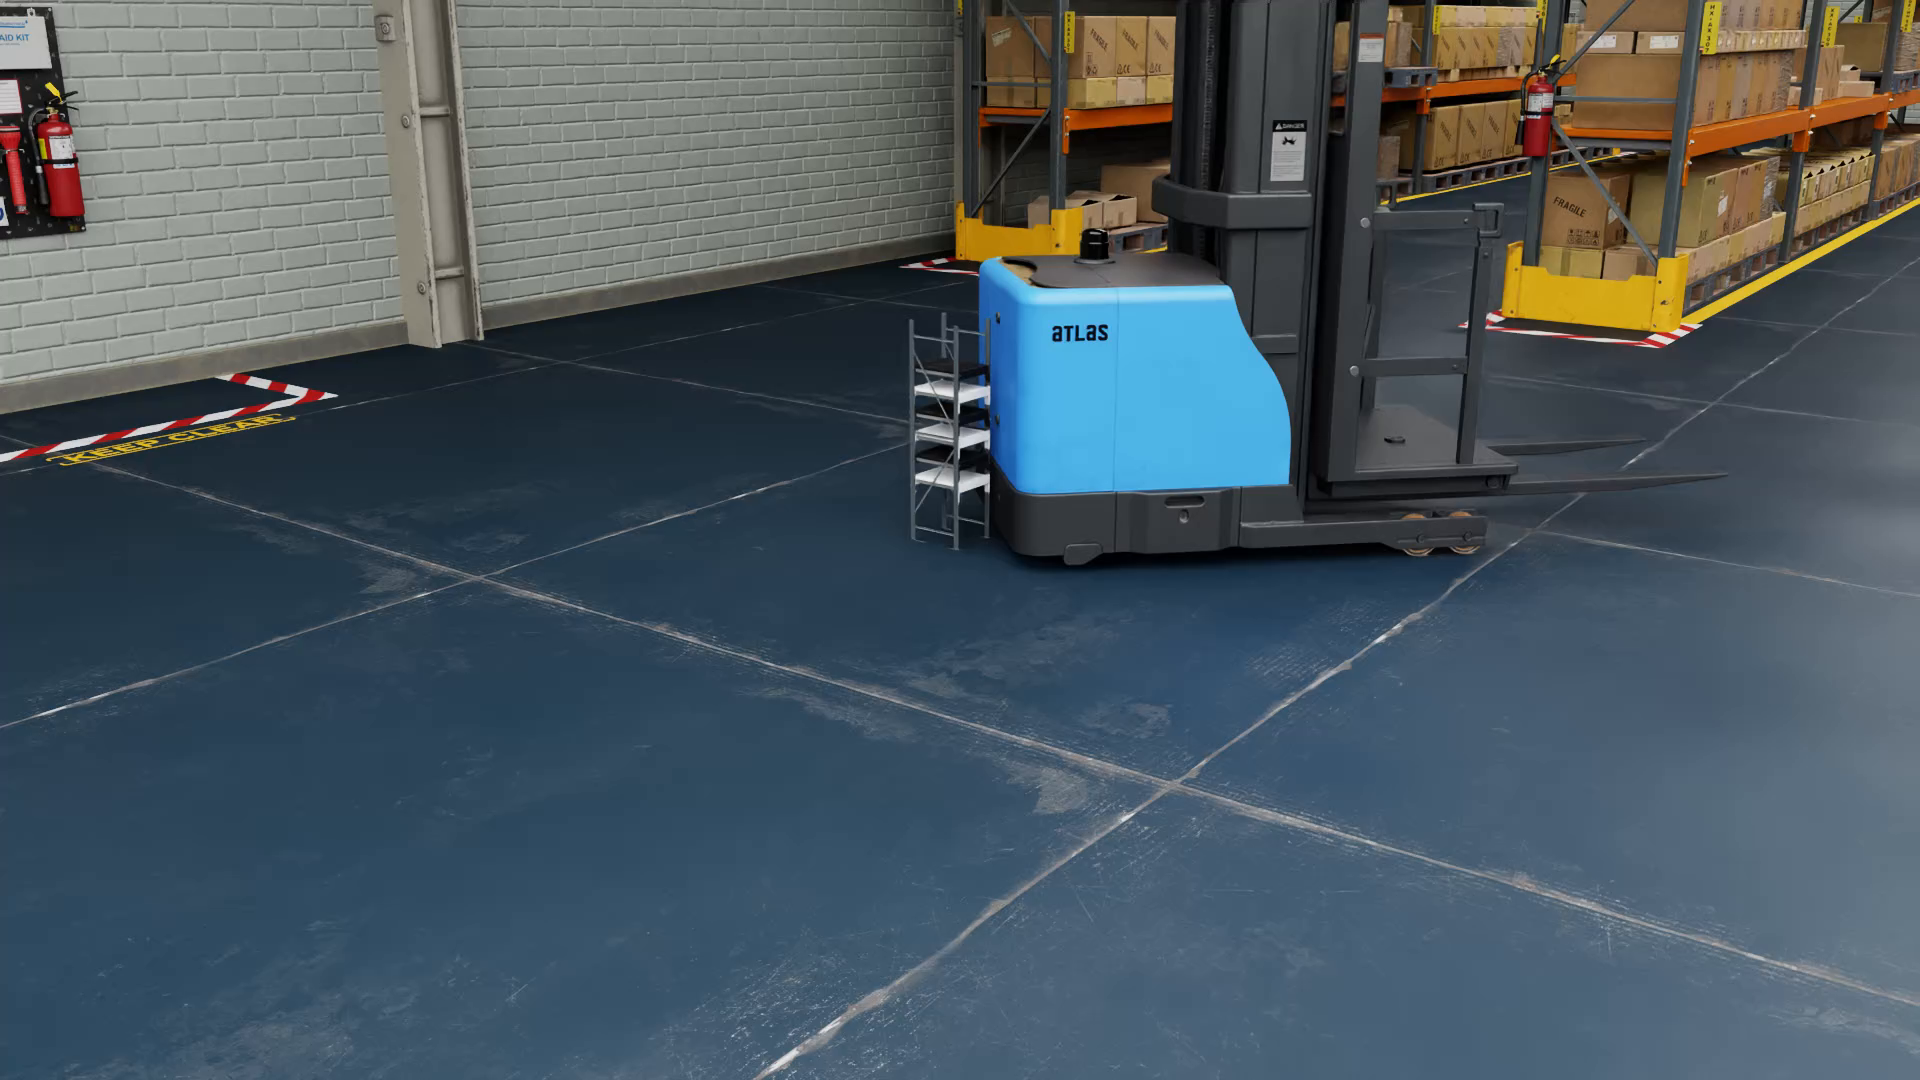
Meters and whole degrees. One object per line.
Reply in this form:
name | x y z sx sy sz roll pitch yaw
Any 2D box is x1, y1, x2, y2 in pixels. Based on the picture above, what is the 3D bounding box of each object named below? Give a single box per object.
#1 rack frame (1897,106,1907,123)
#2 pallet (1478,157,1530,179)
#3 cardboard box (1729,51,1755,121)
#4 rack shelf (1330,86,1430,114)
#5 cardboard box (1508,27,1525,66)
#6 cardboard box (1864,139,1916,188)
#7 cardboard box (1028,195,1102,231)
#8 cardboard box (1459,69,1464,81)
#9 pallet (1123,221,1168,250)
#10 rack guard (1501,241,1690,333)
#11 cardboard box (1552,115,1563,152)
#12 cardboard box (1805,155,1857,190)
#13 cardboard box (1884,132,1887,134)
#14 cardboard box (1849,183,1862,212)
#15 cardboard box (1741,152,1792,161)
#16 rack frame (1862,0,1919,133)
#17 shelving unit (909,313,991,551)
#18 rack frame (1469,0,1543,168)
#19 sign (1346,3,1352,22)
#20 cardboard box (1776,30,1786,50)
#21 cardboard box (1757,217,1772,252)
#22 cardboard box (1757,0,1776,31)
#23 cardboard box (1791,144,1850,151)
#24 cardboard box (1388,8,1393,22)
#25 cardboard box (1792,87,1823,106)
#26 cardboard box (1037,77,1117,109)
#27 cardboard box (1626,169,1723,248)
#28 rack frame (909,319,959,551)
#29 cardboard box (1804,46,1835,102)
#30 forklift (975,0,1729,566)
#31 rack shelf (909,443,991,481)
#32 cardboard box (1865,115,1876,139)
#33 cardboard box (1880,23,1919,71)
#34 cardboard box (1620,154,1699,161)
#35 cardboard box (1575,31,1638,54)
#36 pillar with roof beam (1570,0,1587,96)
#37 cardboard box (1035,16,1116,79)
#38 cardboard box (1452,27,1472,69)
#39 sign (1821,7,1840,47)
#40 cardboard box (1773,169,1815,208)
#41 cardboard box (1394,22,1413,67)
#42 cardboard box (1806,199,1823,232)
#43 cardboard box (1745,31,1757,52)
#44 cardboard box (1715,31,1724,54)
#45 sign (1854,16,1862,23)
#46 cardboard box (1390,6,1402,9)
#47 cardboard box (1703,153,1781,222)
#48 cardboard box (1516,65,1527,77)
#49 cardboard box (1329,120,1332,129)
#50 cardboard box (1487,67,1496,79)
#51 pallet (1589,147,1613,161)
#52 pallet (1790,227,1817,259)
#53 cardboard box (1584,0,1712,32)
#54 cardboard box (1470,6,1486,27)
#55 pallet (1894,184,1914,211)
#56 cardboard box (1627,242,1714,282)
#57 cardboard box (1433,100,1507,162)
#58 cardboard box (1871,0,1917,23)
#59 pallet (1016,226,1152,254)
rack frame | 13.974 -6.790 23.552 1.000 3.000 0.127 12 21 35
pallet | 7.210 -5.183 23.079 1.003 0.211 1.213 12 21 35
cardboard box | 5.649 -3.505 12.806 0.700 0.500 0.500 13 22 36
rack shelf | 4.035 -4.940 18.805 1.077 0.370 4.000 12 21 35
cardboard box | 7.241 -6.634 22.344 0.500 0.500 0.500 13 21 35
cardboard box | 10.625 -4.329 19.098 0.500 0.500 0.500 12 21 33
cardboard box | 0.944 -2.929 14.910 0.500 0.311 0.500 10 20 29
cardboard box | 6.190 -5.938 21.199 0.380 0.149 0.250 13 21 36
pallet | 1.745 -3.017 16.103 1.003 0.211 1.213 12 21 35
rack guard | 4.426 -1.780 11.633 1.175 0.500 0.348 12 21 35
cardboard box | 8.440 -5.998 24.508 0.700 0.500 0.500 12 21 34
cardboard box | 8.485 -3.627 16.349 0.500 0.311 0.500 12 21 34
cardboard box | 11.106 -4.782 20.558 0.500 0.500 0.500 11 21 32
cardboard box | 8.785 -3.481 16.822 0.500 0.250 0.500 12 21 34
cardboard box | 8.047 -3.720 16.647 0.500 0.311 0.500 12 21 33
rack frame | 11.590 -5.838 20.485 1.000 3.000 0.127 12 21 35
shelving unit | -0.040 -0.431 6.613 0.258 0.900 0.210 13 21 36
rack frame | 7.610 -6.712 23.300 1.000 3.000 0.127 12 21 35
sign | 4.779 -6.410 20.374 0.100 0.325 0.005 12 21 35
cardboard box | 6.375 -4.003 13.314 0.380 0.149 0.250 12 21 35
cardboard box | 6.417 -2.553 13.836 0.500 0.250 0.500 12 21 35
cardboard box | 5.965 -4.253 13.026 0.700 0.500 0.500 12 21 35
cardboard box | 9.576 -4.166 18.573 0.500 0.500 0.500 13 22 37
cardboard box | 4.865 -6.160 19.519 0.380 0.149 0.250 9 19 26
cardboard box | 7.516 -3.987 14.949 0.380 0.149 0.250 12 21 35
cardboard box | 1.005 -3.852 14.310 0.500 0.250 0.500 12 21 33
cardboard box | 5.235 -2.433 12.184 0.500 0.500 0.500 12 21 35
rack frame | -0.102 -0.407 6.536 0.240 0.900 0.006 13 21 36
cardboard box | 7.907 -4.405 15.702 0.500 0.500 0.500 12 21 35
forklift | 1.630 -1.487 6.589 3.031 2.935 1.130 -3 17 -8
rack shelf | -0.040 -0.313 6.650 0.258 0.077 0.200 13 21 36
cardboard box | 10.510 -4.902 19.679 0.500 0.250 0.500 12 21 35
cardboard box | 10.190 -5.487 18.479 0.500 0.500 0.700 -15 23 -40
cardboard box | 5.700 -2.885 13.638 0.500 0.500 0.500 12 21 35
cardboard box | 4.515 -3.462 11.571 0.380 0.149 0.250 12 21 34
pillar with roof beam | 14.364 -10.565 25.592 9.100 9.000 0.400 12 21 35
cardboard box | 0.985 -4.211 14.200 0.500 0.500 0.500 12 21 35
cardboard box | 6.041 -6.152 20.794 0.500 0.500 0.500 13 22 36
sign | 7.270 -4.286 13.894 0.100 0.325 0.005 12 21 35
cardboard box | 7.270 -3.142 14.786 0.500 0.311 0.500 13 21 35
cardboard box | 4.954 -5.904 19.786 0.700 0.500 0.500 10 20 28
cardboard box | 7.568 -2.994 15.254 0.500 0.250 0.500 13 22 36
cardboard box | 5.763 -3.758 12.527 0.380 0.149 0.250 13 21 35
cardboard box | 5.152 -3.515 11.743 0.380 0.149 0.250 13 21 35
sign | 11.150 -6.345 20.659 0.100 0.325 0.005 12 21 35
cardboard box | 5.288 -6.471 20.555 0.500 0.250 0.500 13 22 36
cardboard box | 6.415 -2.912 13.726 0.500 0.500 0.500 12 21 35
cardboard box | 7.504 -6.407 22.707 0.380 0.149 0.250 13 21 36
cardboard box | 3.835 -4.590 18.674 0.500 0.250 0.500 12 21 33
cardboard box | 6.843 -6.176 21.965 0.380 0.149 0.250 12 21 33
pallet | 9.579 -6.129 26.124 1.003 0.211 1.213 12 21 35
pallet | 7.231 -2.783 15.350 1.003 0.211 1.213 12 21 35
cardboard box | 4.760 -3.768 11.465 0.700 0.500 0.500 13 21 35
cardboard box | 6.318 -6.627 21.059 0.500 0.250 0.500 13 21 35
pallet | 10.409 -4.014 19.313 1.003 0.211 1.213 12 21 35
cardboard box | 5.233 -2.075 12.297 0.500 0.250 0.500 12 21 35
cardboard box | 6.799 -5.496 22.301 0.750 0.750 0.750 13 22 36
cardboard box | 11.684 -6.529 20.857 0.500 0.500 0.500 13 21 35
pallet | 1.017 -2.728 15.172 1.003 0.211 1.213 12 21 35
